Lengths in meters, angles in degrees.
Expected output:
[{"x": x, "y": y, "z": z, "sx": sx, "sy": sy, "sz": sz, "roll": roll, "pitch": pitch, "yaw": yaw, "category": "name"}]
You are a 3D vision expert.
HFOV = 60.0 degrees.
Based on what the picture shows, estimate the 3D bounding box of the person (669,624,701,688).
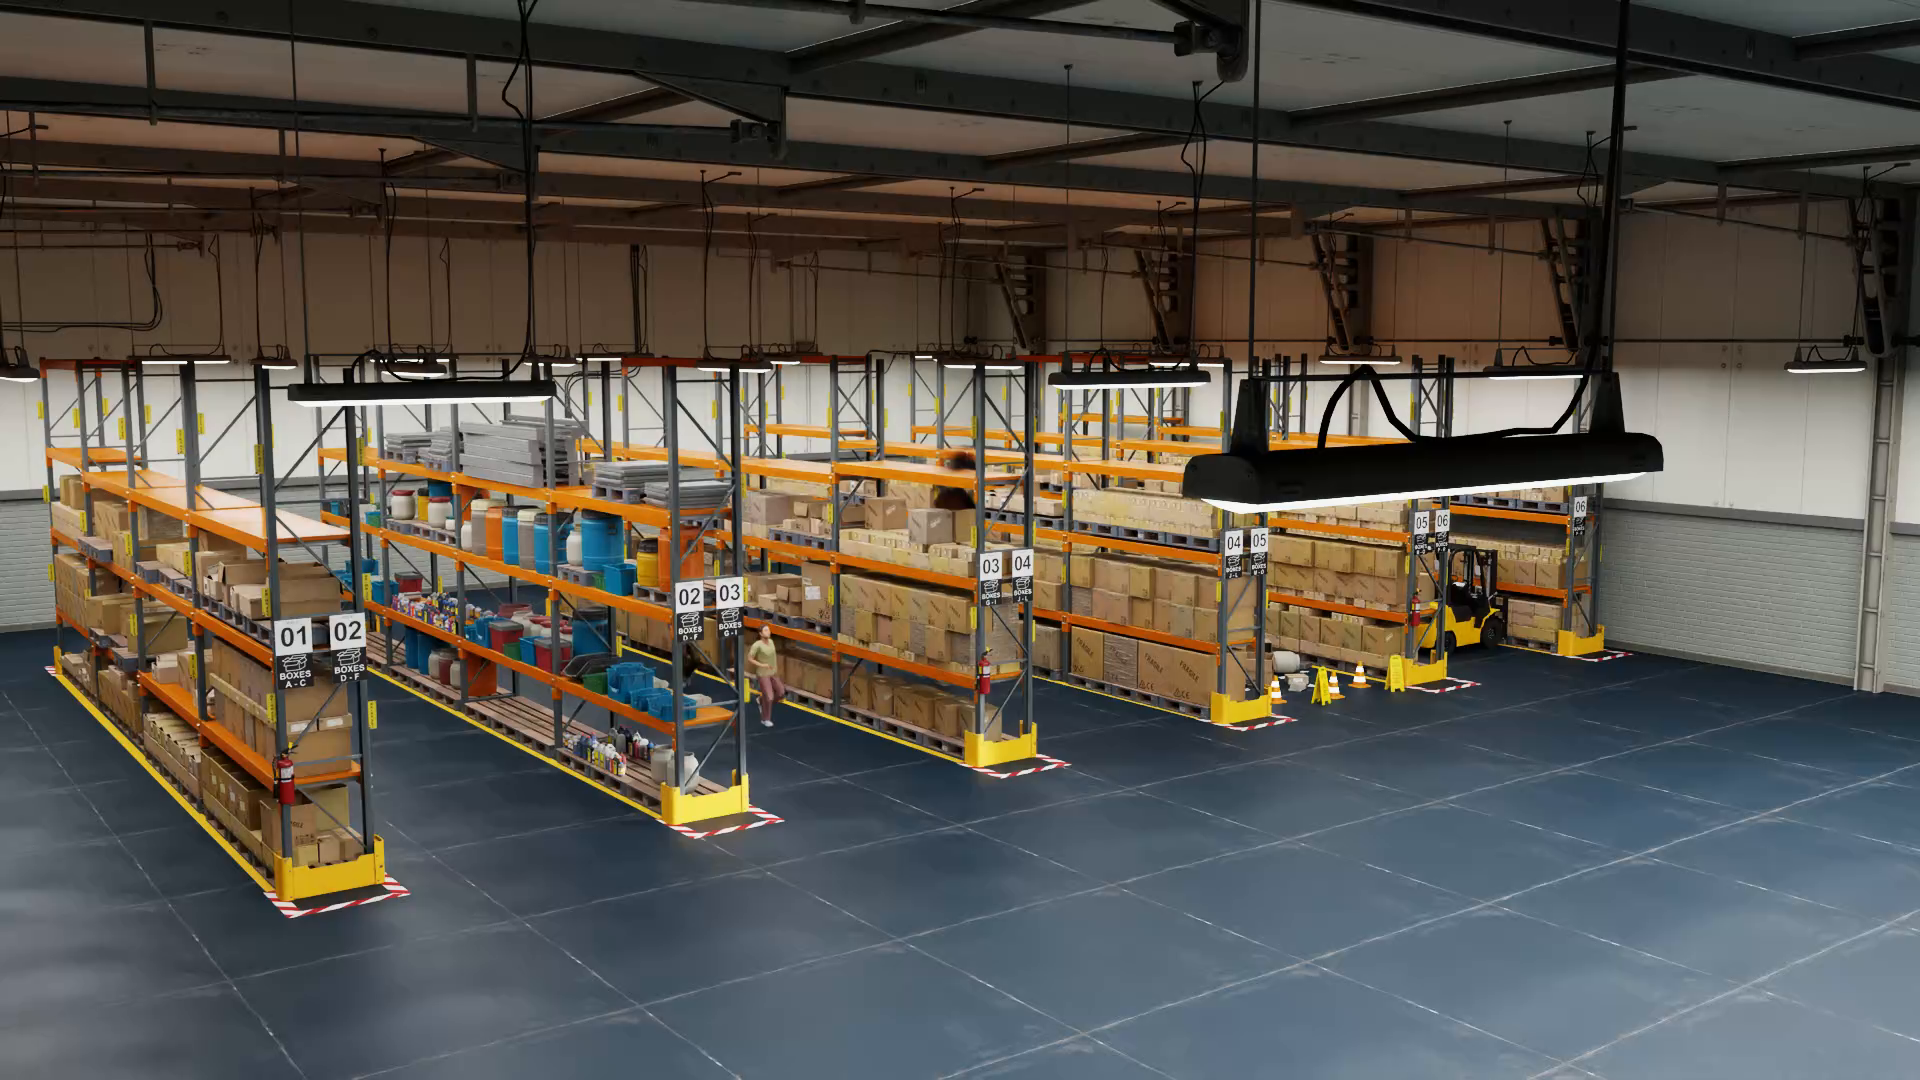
[{"x": -4.978, "y": 1.836, "z": 30.196, "sx": 0.668, "sy": 1.741, "sz": 0.711, "roll": -6, "pitch": 9, "yaw": -42, "category": "person"}]

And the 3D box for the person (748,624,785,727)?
[{"x": -3.067, "y": 2.124, "z": 26.250, "sx": 0.551, "sy": 1.629, "sz": 0.631, "roll": 5, "pitch": 9, "yaw": 37, "category": "person"}]

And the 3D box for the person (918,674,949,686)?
[{"x": -0.466, "y": 1.851, "z": 30.617, "sx": 0.679, "sy": 1.630, "sz": 0.616, "roll": 6, "pitch": 9, "yaw": 40, "category": "person"}]
